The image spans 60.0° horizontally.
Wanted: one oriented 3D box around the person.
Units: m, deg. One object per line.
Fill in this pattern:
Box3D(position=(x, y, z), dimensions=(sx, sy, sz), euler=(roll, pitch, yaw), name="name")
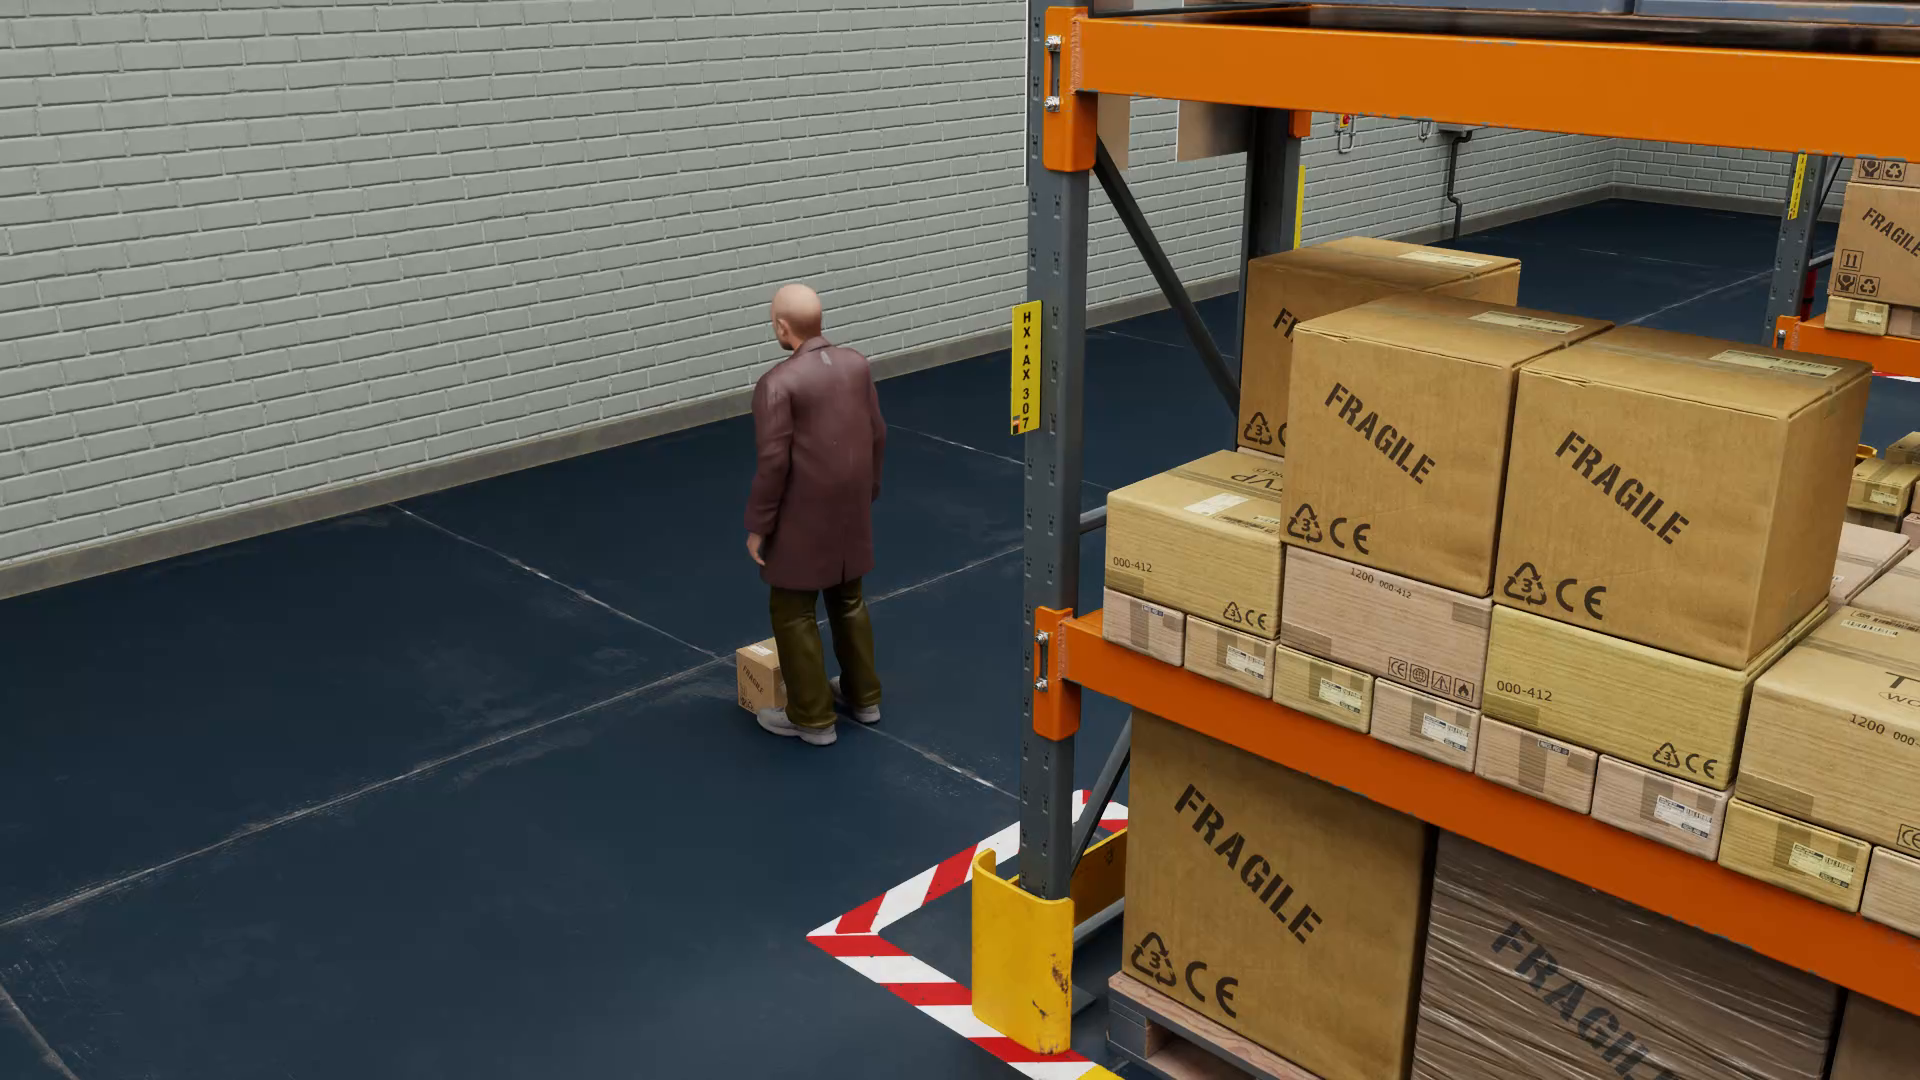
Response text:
Box3D(position=(-0.551, -0.094, 6.351), dimensions=(0.423, 1.774, 0.642), euler=(19, 27, 41), name="person")
